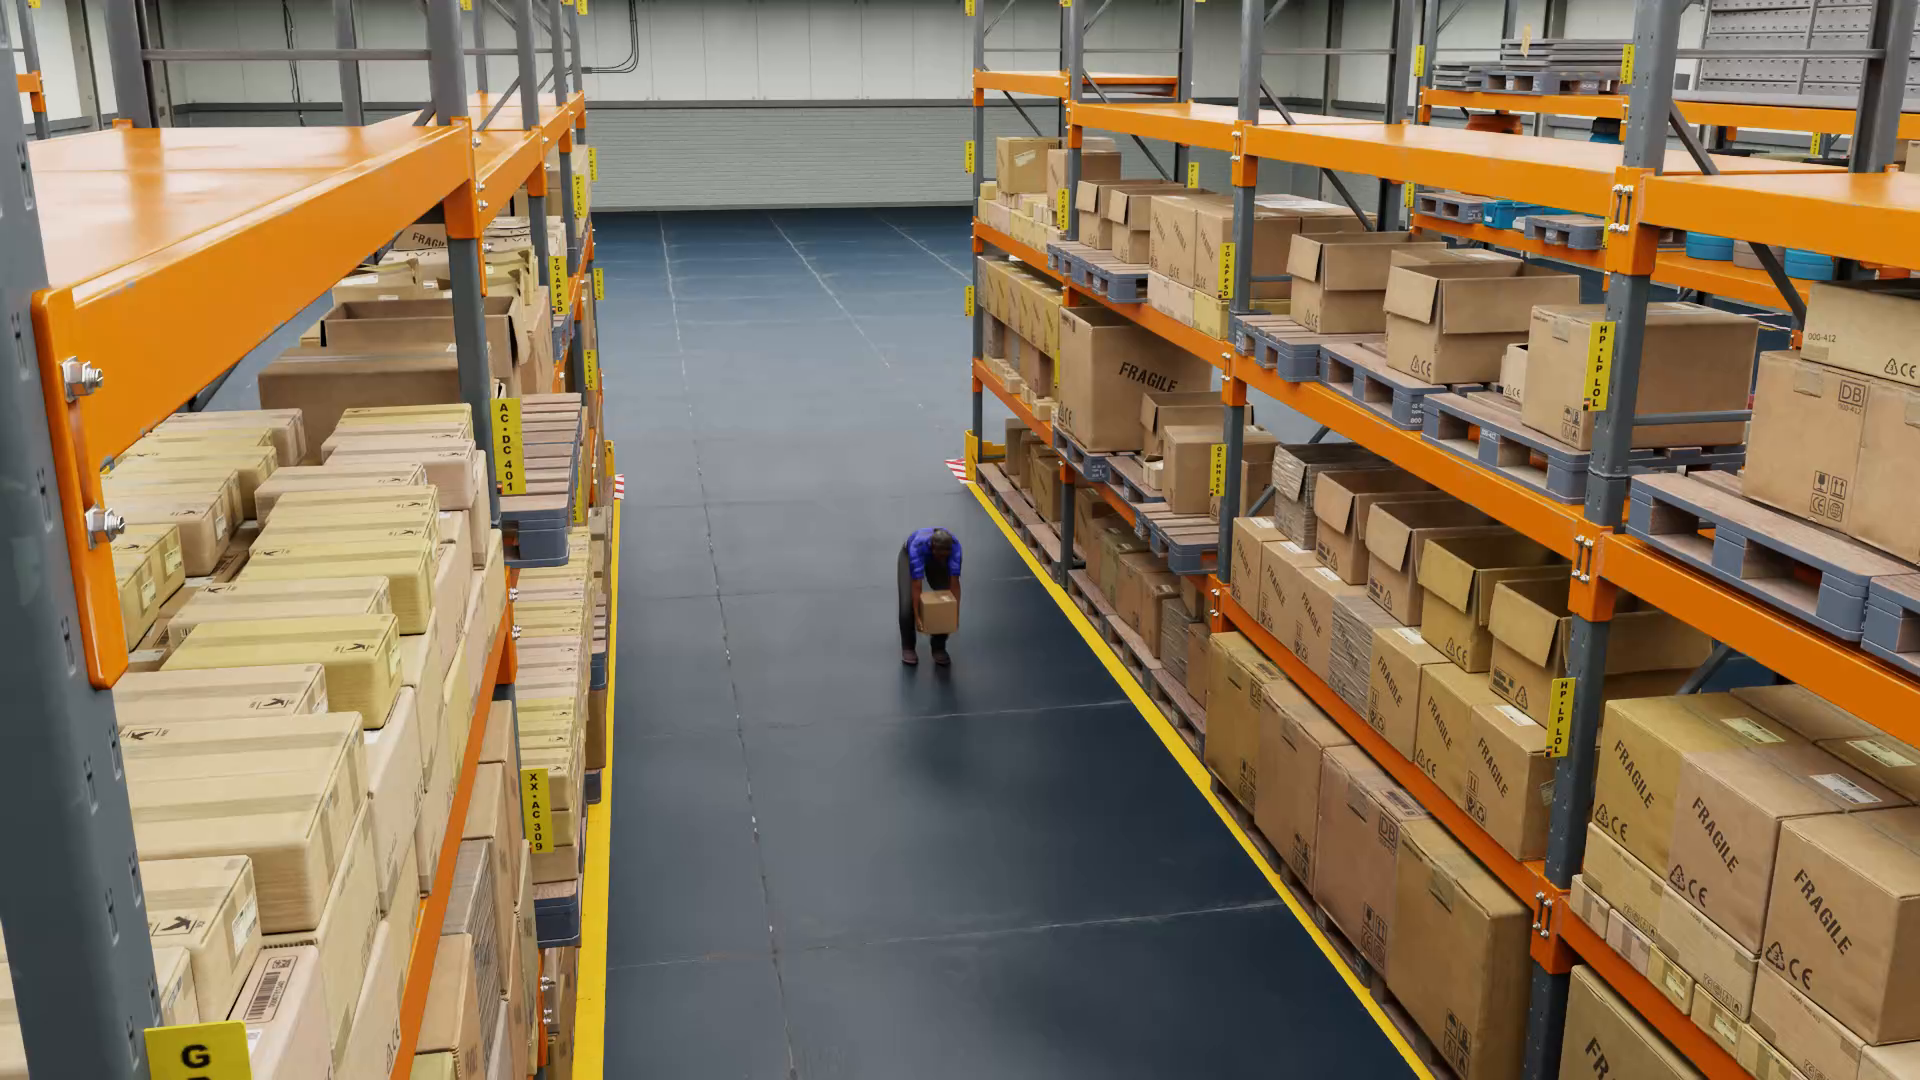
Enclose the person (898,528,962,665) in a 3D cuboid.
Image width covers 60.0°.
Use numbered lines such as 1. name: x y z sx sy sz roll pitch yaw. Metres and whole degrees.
1. person: -0.228 0.405 12.552 0.433 1.166 0.838 -4 17 -13
